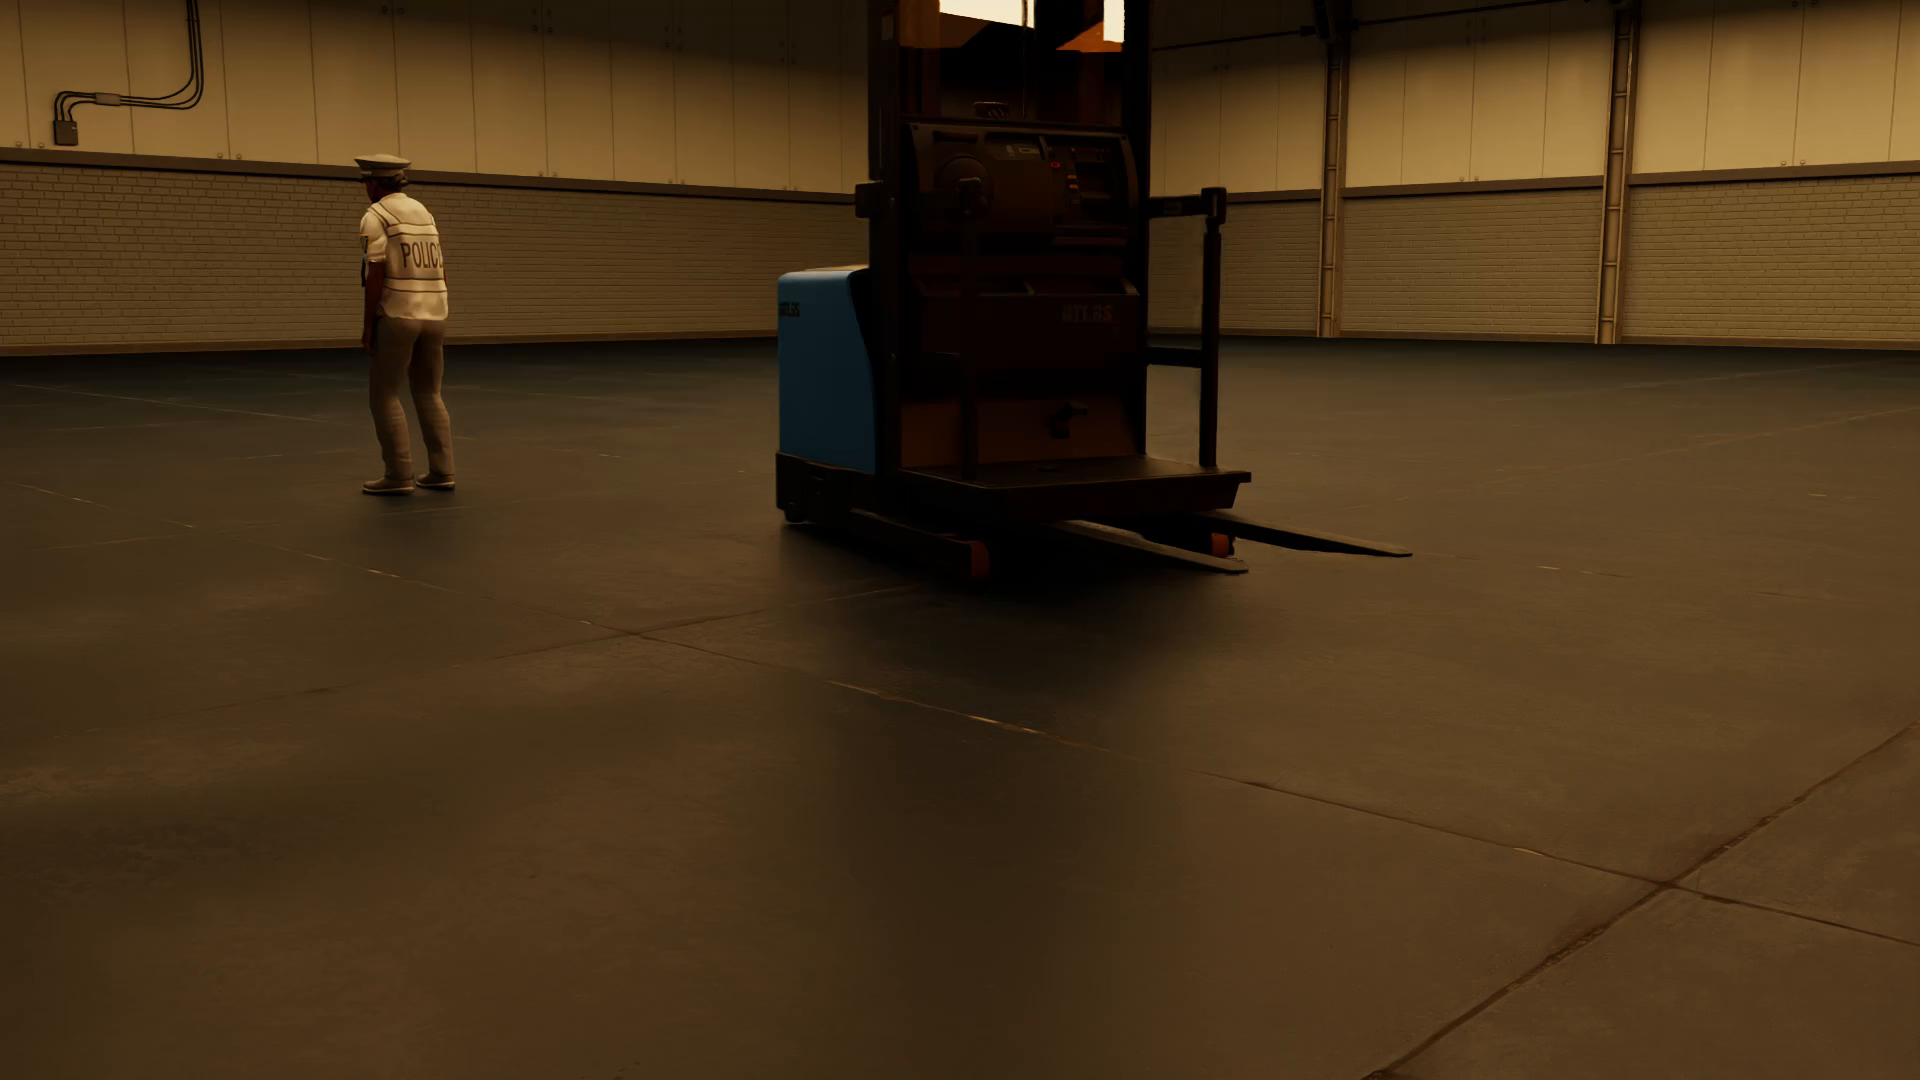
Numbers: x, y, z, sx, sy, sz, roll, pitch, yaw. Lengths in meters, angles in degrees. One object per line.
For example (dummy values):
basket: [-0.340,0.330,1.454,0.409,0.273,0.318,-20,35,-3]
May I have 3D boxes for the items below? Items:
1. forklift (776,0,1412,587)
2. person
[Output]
forklift: [0.344,-1.363,5.929,1.130,2.935,3.031,-5,10,-28]
person: [-2.750,-1.063,8.227,0.395,1.657,0.507,5,10,30]
